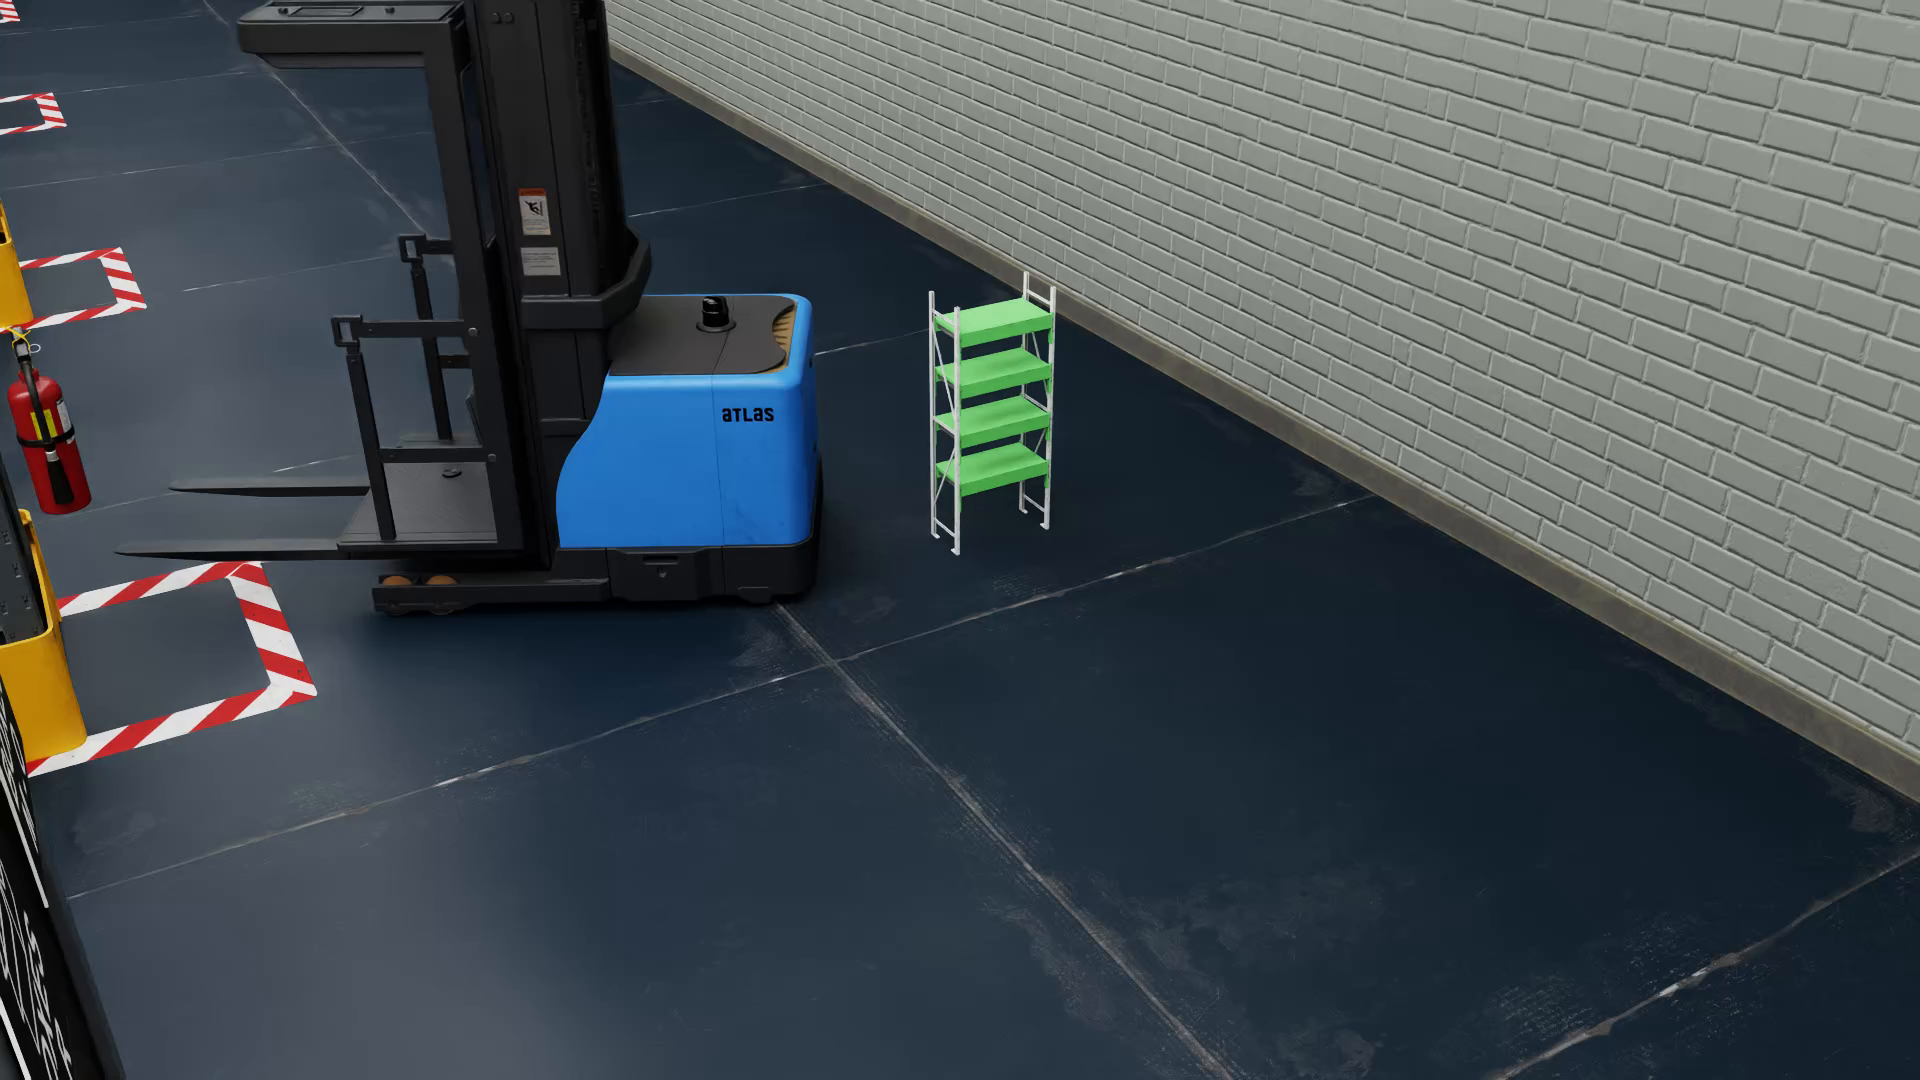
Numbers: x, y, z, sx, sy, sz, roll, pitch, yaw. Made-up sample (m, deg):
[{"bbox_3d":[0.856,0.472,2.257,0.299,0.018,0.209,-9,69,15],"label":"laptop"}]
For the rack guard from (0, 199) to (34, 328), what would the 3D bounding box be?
[{"bbox_3d":[-6.100,-1.753,10.409,0.348,0.500,1.175,-16,33,-26],"label":"rack guard"}]

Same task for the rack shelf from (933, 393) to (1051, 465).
[{"bbox_3d":[0.143,-0.510,7.564,0.480,0.148,0.258,-16,33,-26],"label":"rack shelf"}]

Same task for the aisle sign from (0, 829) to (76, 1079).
[{"bbox_3d":[-0.882,0.260,1.483,0.004,0.787,0.394,-16,33,-26],"label":"aisle sign"}]

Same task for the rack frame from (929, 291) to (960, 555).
[{"bbox_3d":[-0.068,-0.506,7.425,0.015,1.200,0.240,-16,33,-26],"label":"rack frame"}]

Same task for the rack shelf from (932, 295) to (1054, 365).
[{"bbox_3d":[0.143,-0.930,7.332,0.480,0.148,0.258,-16,33,-26],"label":"rack shelf"}]

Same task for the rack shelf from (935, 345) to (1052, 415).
[{"bbox_3d":[0.143,-0.720,7.448,0.480,0.148,0.258,-16,33,-26],"label":"rack shelf"}]

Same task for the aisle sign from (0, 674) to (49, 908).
[{"bbox_3d":[-1.185,0.010,1.936,0.004,0.787,0.394,-16,33,-26],"label":"aisle sign"}]

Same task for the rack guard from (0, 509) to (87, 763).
[{"bbox_3d":[-3.761,0.363,6.575,0.348,0.500,1.175,-16,33,-26],"label":"rack guard"}]

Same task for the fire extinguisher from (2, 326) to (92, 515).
[{"bbox_3d":[-3.245,-0.423,5.877,0.183,0.674,0.296,-16,33,-26],"label":"fire extinguisher"}]

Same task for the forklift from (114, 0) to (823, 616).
[{"bbox_3d":[-2.160,-1.218,6.924,3.031,2.935,1.130,-1,29,-1],"label":"forklift"}]

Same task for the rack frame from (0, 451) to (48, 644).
[{"bbox_3d":[-3.696,-0.750,6.005,0.127,3.000,1.000,-16,33,-26],"label":"rack frame"}]

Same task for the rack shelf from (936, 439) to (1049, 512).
[{"bbox_3d":[0.143,-0.300,7.680,0.480,0.148,0.258,-16,33,-26],"label":"rack shelf"}]

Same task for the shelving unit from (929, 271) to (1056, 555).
[{"bbox_3d":[0.143,-0.566,7.534,0.503,1.200,0.258,-16,33,-26],"label":"shelving unit"}]

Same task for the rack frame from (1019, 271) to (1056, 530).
[{"bbox_3d":[0.353,-0.626,7.642,0.015,1.200,0.240,-16,33,-26],"label":"rack frame"}]
